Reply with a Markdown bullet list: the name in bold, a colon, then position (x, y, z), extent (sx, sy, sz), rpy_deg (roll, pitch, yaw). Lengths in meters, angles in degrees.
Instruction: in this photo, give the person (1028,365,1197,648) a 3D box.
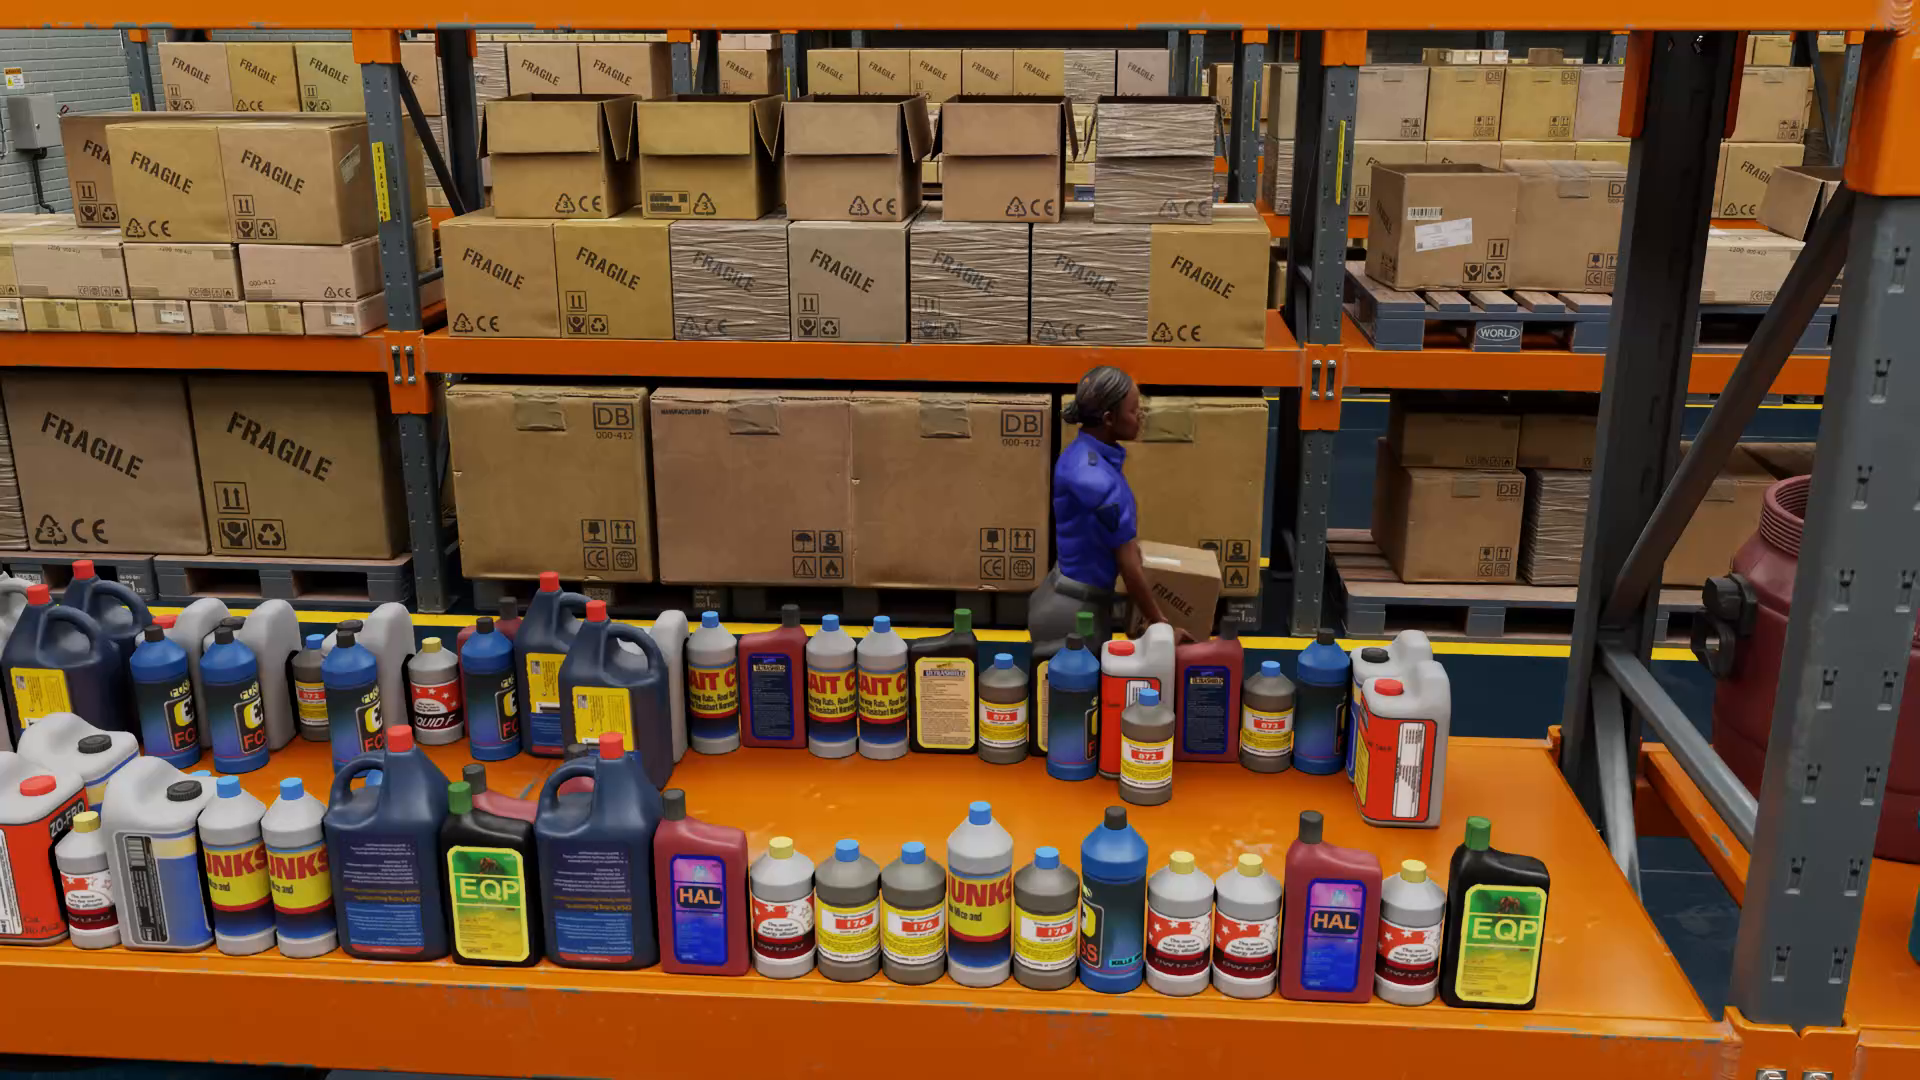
- **person**: position (0.476, 0.261, 5.263), extent (0.523, 1.652, 0.413), rpy_deg (1, 18, 3)
